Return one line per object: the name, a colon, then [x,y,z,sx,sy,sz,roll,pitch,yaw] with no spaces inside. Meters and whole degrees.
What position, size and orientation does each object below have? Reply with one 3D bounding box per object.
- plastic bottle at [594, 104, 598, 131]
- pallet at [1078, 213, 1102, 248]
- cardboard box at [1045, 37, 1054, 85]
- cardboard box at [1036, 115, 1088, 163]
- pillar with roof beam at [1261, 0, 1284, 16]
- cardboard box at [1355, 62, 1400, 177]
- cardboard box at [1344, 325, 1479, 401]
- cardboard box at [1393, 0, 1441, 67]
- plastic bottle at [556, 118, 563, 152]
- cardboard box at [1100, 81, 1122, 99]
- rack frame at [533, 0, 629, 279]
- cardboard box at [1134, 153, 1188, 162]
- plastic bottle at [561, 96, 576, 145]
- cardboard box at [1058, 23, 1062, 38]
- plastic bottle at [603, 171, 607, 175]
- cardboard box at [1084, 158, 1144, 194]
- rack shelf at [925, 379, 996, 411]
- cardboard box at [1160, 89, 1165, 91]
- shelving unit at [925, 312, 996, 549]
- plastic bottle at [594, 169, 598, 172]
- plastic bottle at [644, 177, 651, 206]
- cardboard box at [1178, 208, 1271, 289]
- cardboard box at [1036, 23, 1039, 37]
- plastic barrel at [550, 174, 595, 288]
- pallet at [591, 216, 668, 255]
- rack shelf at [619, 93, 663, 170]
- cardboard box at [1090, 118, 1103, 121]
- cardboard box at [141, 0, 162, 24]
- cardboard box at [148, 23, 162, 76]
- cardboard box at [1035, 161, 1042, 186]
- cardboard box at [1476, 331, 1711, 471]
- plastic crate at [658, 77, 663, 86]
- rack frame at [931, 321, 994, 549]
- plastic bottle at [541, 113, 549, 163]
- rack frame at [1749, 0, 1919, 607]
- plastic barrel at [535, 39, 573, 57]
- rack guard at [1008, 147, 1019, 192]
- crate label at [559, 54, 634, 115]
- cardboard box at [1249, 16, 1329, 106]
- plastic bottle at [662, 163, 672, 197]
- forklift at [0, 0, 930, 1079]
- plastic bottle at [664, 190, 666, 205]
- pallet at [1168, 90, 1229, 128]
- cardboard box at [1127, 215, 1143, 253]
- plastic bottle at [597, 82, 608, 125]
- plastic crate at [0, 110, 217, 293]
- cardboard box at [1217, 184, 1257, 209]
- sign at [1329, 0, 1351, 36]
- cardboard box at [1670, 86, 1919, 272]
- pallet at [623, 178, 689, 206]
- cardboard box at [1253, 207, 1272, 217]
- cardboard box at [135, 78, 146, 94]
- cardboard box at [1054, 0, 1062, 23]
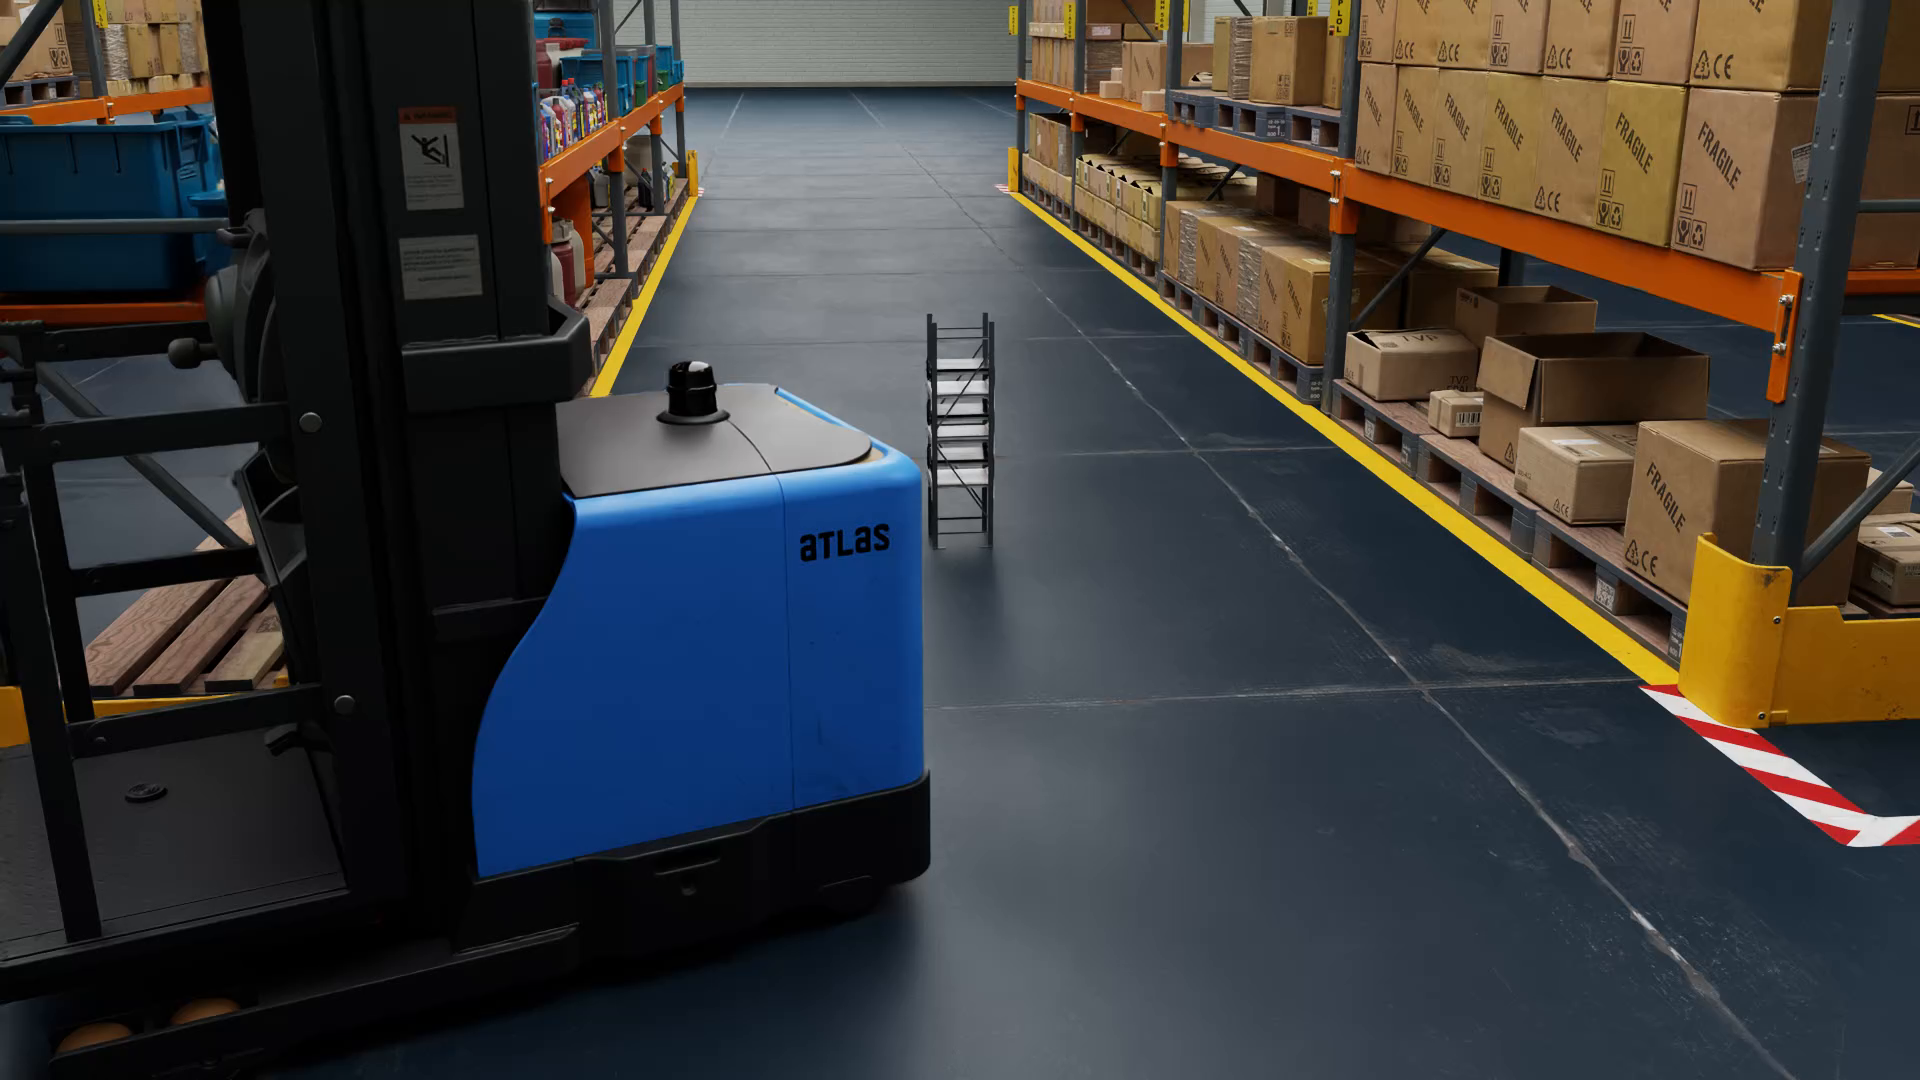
plastic bottle: [-2.405,-2.758,10.784,0.097,0.201,0.097,0,17,0]
pallet: [1.710,-2.945,15.706,1.003,0.211,1.213,-2,18,-6]
cardboard box: [1.323,-5.290,18.351,0.700,0.500,0.500,-2,18,-5]
cardboard box: [1.135,-4.468,18.538,0.500,0.500,0.500,-2,18,-6]
pillar with roof beam: [1.523,-11.963,29.757,9.100,9.000,0.400,-2,18,-6]
cardboard box: [2.202,-1.998,7.866,0.500,0.500,0.500,-1,17,-4]
cardboard box: [2.249,-0.906,8.309,0.500,0.311,0.500,-2,18,-6]
cardboard box: [2.243,-2.332,7.263,0.500,0.500,0.500,-2,18,-7]
plastic bottle: [-2.218,-2.216,9.059,0.097,0.201,0.097,0,17,0]
cardboard box: [1.484,-4.104,15.160,0.380,0.149,0.250,-2,18,-6]
rack frame: [-2.919,-3.150,11.704,1.000,3.000,0.127,-2,18,-6]
cardboard box: [1.923,-3.538,15.893,0.500,0.311,0.500,-2,18,-6]
plastic bottle: [-2.279,-2.427,9.616,0.097,0.271,0.097,0,17,0]
cardboard box: [1.225,-5.304,17.314,0.380,0.149,0.250,-1,17,-4]
plastic bottle: [-3.645,-3.644,17.078,0.061,0.283,0.133,-2,18,-6]
cardboard box: [1.437,-3.370,15.356,0.500,0.311,0.500,-2,18,-6]
rack shelf: [0.001,-0.567,6.491,0.258,0.077,0.200,-2,18,-6]
cardboard box: [1.821,-3.561,13.430,0.380,0.149,0.250,0,17,-2]
shelving unit: [0.001,-0.427,6.535,0.258,0.900,0.210,-2,18,-6]
plastic bottle: [-3.822,-3.760,17.467,0.097,0.271,0.097,0,17,0]
plastic bottle: [-3.095,-3.457,16.480,0.061,0.283,0.133,-2,18,-6]
cardboard box: [1.831,-2.019,11.540,0.500,0.500,0.500,-2,18,-8]
cardboard box: [1.064,-5.766,18.787,0.380,0.149,0.250,-2,18,-5]
plastic barrel: [-2.852,-2.170,11.503,0.600,0.830,0.708,-2,18,-6]
pallet: [-3.212,-2.779,15.176,1.003,0.211,1.213,-2,18,-6]
rack shelf: [-3.125,-3.403,13.710,1.077,0.370,4.000,-2,18,-6]
cardboard box: [1.702,-4.335,18.115,0.500,0.500,0.500,-2,18,-6]
cardboard box: [-8.156,-5.296,16.204,0.500,0.500,0.500,-2,18,-6]
cardboard box: [-8.411,-4.811,16.329,0.875,0.500,0.500,-2,18,-6]
cardboard box: [1.123,-4.110,18.649,0.500,0.250,0.500,-2,18,-6]
cardboard box: [2.620,-0.570,6.917,0.797,0.503,0.637,-2,18,-6]
plastic crate: [-3.259,-4.472,16.019,0.767,0.338,0.504,-2,18,-6]
rack frame: [0.011,-0.397,6.438,0.240,0.900,0.006,-2,18,-6]
plastic bottle: [-2.134,-2.065,8.442,0.061,0.283,0.133,-2,18,-6]
rack frame: [2.833,-0.919,4.596,1.000,3.000,0.127,-2,18,-6]
plastic barrel: [-3.331,-3.768,13.443,0.433,0.535,0.433,0,17,0]
rack guard: [1.181,-4.500,20.177,1.175,0.500,0.348,-2,18,-6]
crate label: [-2.753,-3.472,12.668,0.502,0.435,0.616,-2,18,-6]
cardboard box: [2.177,-2.883,9.984,0.700,0.500,0.500,-6,19,-20]
plastic bottle: [-3.065,-3.724,17.220,0.144,0.351,0.185,-2,18,-6]
forklift: [-1.624,-0.481,3.316,3.031,2.935,1.130,-9,19,-25]
plastic bottle: [-2.949,-3.386,16.392,0.097,0.201,0.097,0,17,0]
pallet: [2.148,-3.011,11.580,1.213,0.211,1.003,-2,18,-6]
cardboard box: [1.655,-2.493,13.501,0.500,0.250,0.500,-2,18,-6]
plastic bottle: [-2.453,-2.987,11.379,0.061,0.283,0.133,-2,18,-6]
plastic crate: [-2.314,-0.906,4.397,0.616,0.435,0.499,-2,18,-6]
cardboard box: [2.246,-2.623,12.979,0.500,0.311,0.500,-1,17,-4]
sign: [1.869,-2.645,8.160,0.100,0.325,0.005,-2,18,-6]
cardboard box: [2.516,-1.092,4.979,0.500,0.500,0.500,-1,17,-4]
pallet: [-3.611,-3.940,18.875,1.003,0.211,1.213,-2,18,-6]
cardboard box: [2.338,-2.048,11.632,0.500,0.500,0.500,-1,17,-3]
cardboard box: [-8.083,-4.365,15.993,0.380,0.149,0.250,-2,18,-6]
cardboard box: [1.388,-5.741,17.624,0.700,0.500,0.500,-2,18,-6]
